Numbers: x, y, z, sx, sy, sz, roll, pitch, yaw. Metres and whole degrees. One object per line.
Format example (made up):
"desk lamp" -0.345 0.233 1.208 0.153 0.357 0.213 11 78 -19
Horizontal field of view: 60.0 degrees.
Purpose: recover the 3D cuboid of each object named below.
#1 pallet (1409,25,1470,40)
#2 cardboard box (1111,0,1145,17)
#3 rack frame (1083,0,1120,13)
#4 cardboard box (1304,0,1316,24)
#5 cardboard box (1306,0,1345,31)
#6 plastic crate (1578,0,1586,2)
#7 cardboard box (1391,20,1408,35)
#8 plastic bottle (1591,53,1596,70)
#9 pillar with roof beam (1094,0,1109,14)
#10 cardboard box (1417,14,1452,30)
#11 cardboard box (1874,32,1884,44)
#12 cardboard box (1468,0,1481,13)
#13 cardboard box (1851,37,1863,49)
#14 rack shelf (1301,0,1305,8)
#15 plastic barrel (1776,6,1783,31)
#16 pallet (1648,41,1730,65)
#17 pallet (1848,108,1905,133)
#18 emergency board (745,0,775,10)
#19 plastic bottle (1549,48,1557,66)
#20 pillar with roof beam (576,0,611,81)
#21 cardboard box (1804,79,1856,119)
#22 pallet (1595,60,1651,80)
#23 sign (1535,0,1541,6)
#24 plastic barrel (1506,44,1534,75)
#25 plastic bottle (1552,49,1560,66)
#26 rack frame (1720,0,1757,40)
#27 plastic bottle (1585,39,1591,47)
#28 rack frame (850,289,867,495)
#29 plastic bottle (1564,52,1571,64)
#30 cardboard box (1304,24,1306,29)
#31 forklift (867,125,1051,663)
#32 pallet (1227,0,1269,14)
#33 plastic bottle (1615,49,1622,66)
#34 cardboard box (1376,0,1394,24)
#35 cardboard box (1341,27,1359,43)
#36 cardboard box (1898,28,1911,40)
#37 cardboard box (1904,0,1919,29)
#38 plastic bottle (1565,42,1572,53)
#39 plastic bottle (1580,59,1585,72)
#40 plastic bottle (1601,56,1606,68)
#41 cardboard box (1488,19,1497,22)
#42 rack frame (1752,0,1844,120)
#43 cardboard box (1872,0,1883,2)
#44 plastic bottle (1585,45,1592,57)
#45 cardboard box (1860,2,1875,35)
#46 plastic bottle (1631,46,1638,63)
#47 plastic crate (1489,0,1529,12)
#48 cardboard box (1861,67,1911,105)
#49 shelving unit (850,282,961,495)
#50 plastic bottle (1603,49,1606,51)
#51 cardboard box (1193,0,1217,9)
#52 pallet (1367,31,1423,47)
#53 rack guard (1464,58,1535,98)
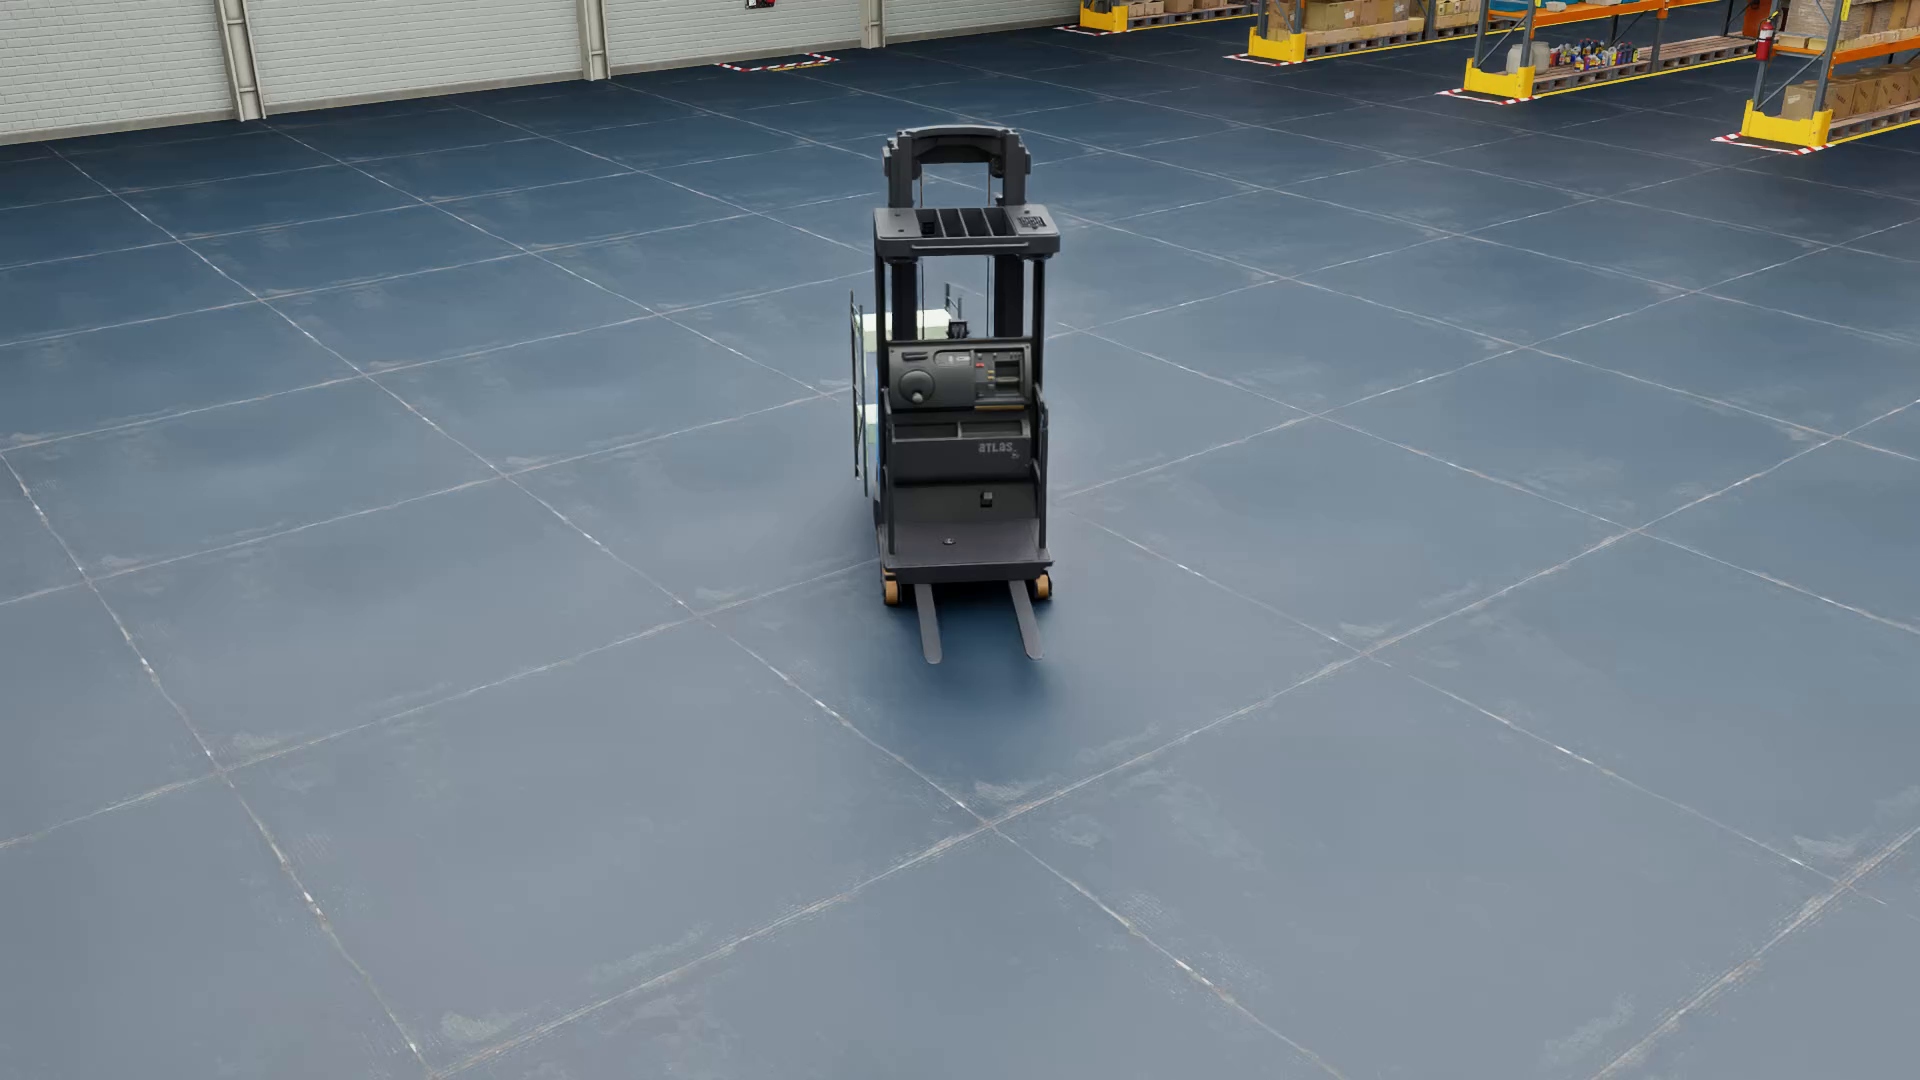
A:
"pallet" 9.742 -10.545 34.348 1.213 0.211 1.003 -18 31 -34
"cardboard box" 3.579 -11.336 35.412 0.500 0.311 0.500 -23 33 -40
"rack frame" 2.979 -12.207 34.615 0.127 3.000 1.000 -18 31 -34
"cardboard box" 7.055 -10.352 32.497 0.500 0.500 0.500 -18 31 -34
"cardboard box" 6.990 -10.046 31.837 0.500 0.500 0.500 -18 31 -34
"plastic crate" 10.997 -9.608 29.269 0.662 0.188 0.450 -18 31 -34
"cardboard box" 8.556 -10.229 33.123 0.500 0.250 0.500 -18 31 -34
"plastic bottle" 11.059 -8.369 29.066 0.097 0.271 0.097 0 25 0
"pillar with roof beam" 5.652 -13.970 31.289 0.400 9.000 9.100 -18 31 -34
"cardboard box" 9.656 -10.571 33.860 0.500 0.250 0.500 -19 31 -35
"cardboard box" 13.499 -7.492 24.755 0.250 0.149 0.380 -18 31 -34
"cardboard box" 10.469 -11.091 34.313 0.500 0.311 0.500 -19 31 -36
"cardboard box" 12.934 -7.283 24.306 0.250 0.149 0.380 -18 31 -34
"rack shelf" 7.612 -10.760 32.352 4.000 0.370 1.077 -18 31 -34
"plastic barrel" 16.151 -10.374 33.123 0.421 0.512 0.421 0 25 0
"pallet" 13.794 -9.234 31.524 1.213 0.211 1.003 -18 31 -34
"pallet" 13.828 -6.553 25.747 1.213 0.211 1.003 -18 31 -34
"emergency board" -3.694 -10.487 30.910 0.643 1.169 0.194 -18 31 -34
"plastic bottle" 10.482 -8.567 29.487 0.135 0.276 0.152 -18 30 -34
"pillar with roof beam" -3.791 -10.853 24.572 0.400 9.000 9.100 -18 31 -34
"cardboard box" 13.099 -6.664 25.143 0.500 0.500 0.500 -10 27 -21
"pallet" 11.685 -8.538 30.024 1.213 0.211 1.003 -18 31 -34
"sign" 9.428 -8.867 27.091 0.005 0.325 0.100 -18 31 -34
"plastic barrel" 9.563 -8.183 28.402 0.421 0.512 0.421 0 25 0
"plastic bottle" 10.548 -8.536 29.410 0.133 0.283 0.061 -18 31 -34
"rack frame" 15.387 -11.003 32.022 0.127 3.000 1.000 -18 31 -34
"plastic bottle" 11.348 -8.889 30.092 0.185 0.351 0.144 -17 30 -33
"rack frame" -0.763 -1.101 12.466 0.023 1.500 0.400 -6 25 -12
"plastic bottle" 10.828 -8.585 29.614 0.097 0.201 0.097 0 25 0
"cardboard box" 6.664 -9.881 32.372 0.500 0.250 0.500 -18 31 -34
"forklift" -0.016 -1.047 10.651 1.130 2.935 3.031 -1 25 -1
"pallet" 6.738 -12.183 37.878 1.213 0.211 1.003 -18 31 -34
"plastic bottle" 11.657 -8.562 29.467 0.133 0.283 0.061 -16 29 -31
"cardboard box" 8.164 -10.439 32.683 0.500 0.500 0.500 -18 31 -34
"cardboard box" 7.382 -9.836 32.275 0.500 0.250 0.500 -18 31 -34
"cardboard box" 14.119 -7.671 25.141 0.250 0.149 0.380 -18 31 -34
"cardboard box" 14.157 -8.125 25.349 0.500 0.500 0.875 -18 31 -34
"plastic bottle" 10.865 -8.730 29.749 0.185 0.351 0.144 -19 31 -34
"plastic bottle" 10.792 -8.249 28.891 0.097 0.201 0.097 0 25 0
"plastic bottle" 11.299 -8.417 29.251 0.097 0.201 0.097 0 25 0
"cardboard box" 10.866 -10.971 34.721 0.500 0.250 0.500 -18 30 -33
"rack frame" 12.148 -7.284 24.009 0.127 3.000 1.000 -18 31 -34
"cardboard box" 13.147 -8.098 24.103 0.500 0.500 0.500 -18 31 -34
"plastic bottle" 11.309 -8.776 29.942 0.097 0.271 0.097 0 25 0
"cardboard box" 12.917 -7.767 24.579 0.500 0.500 0.875 -18 31 -34
"plastic bottle" 12.065 -8.697 29.757 0.133 0.283 0.061 -17 30 -32
"plastic crate" 9.301 -9.086 28.069 0.616 0.251 0.499 -18 31 -34
"cardboard box" 14.510 -7.138 26.164 0.500 0.500 0.500 -9 26 -18
"shelving unit" -0.406 -1.136 12.541 0.755 1.500 0.431 -6 25 -12
"plastic bottle" 11.422 -8.562 29.466 0.133 0.283 0.061 -18 31 -34
"cardboard box" 5.334 -12.028 36.678 0.500 0.500 0.500 -21 32 -38
"pallet" 8.534 -10.148 33.492 1.213 0.211 1.003 -18 31 -34
"rack guard" 9.123 -7.826 28.146 0.348 0.500 1.175 -18 31 -34
